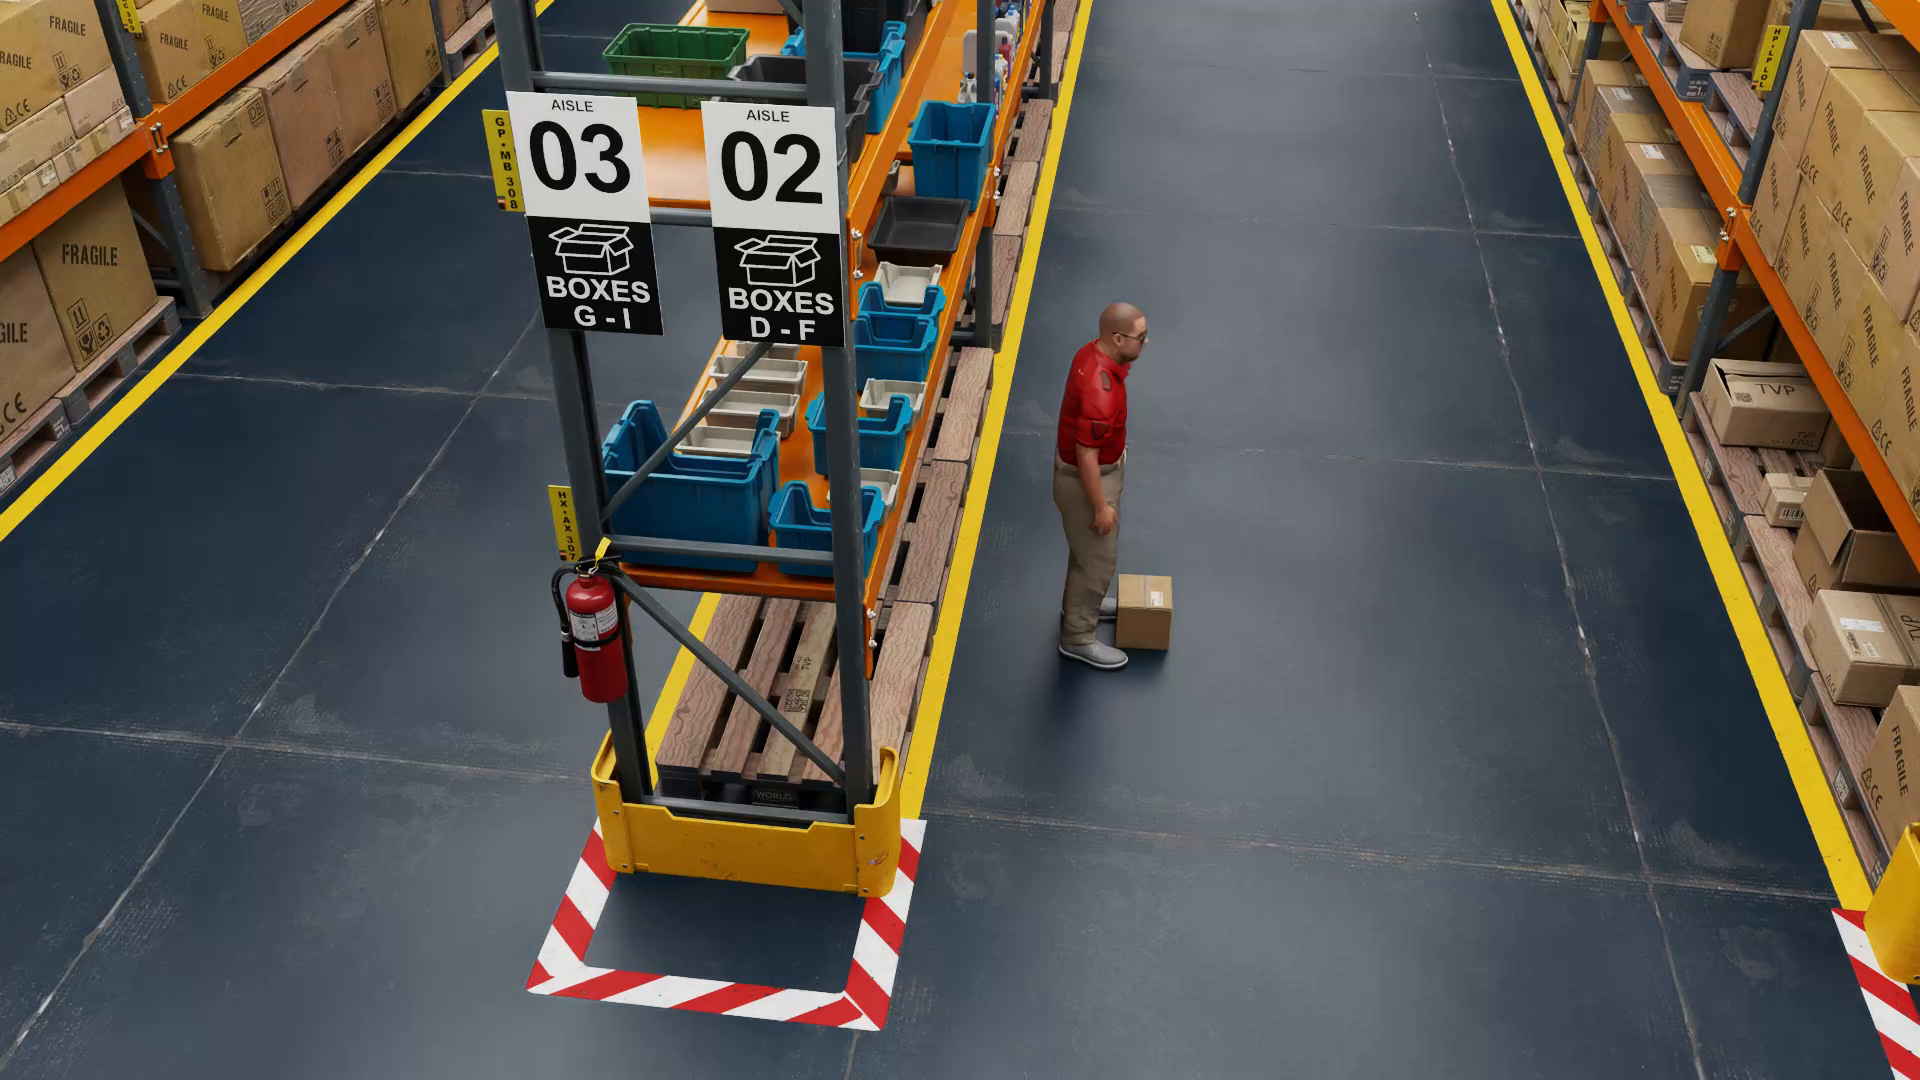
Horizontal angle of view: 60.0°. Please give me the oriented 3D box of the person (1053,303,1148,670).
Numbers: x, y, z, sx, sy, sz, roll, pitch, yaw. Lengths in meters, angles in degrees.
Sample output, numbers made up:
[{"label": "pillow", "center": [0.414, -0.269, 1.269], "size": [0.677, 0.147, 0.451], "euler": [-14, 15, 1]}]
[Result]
[{"label": "person", "center": [0.612, -0.273, 7.430], "size": [0.386, 1.726, 0.593], "euler": [4, 36, 5]}]
